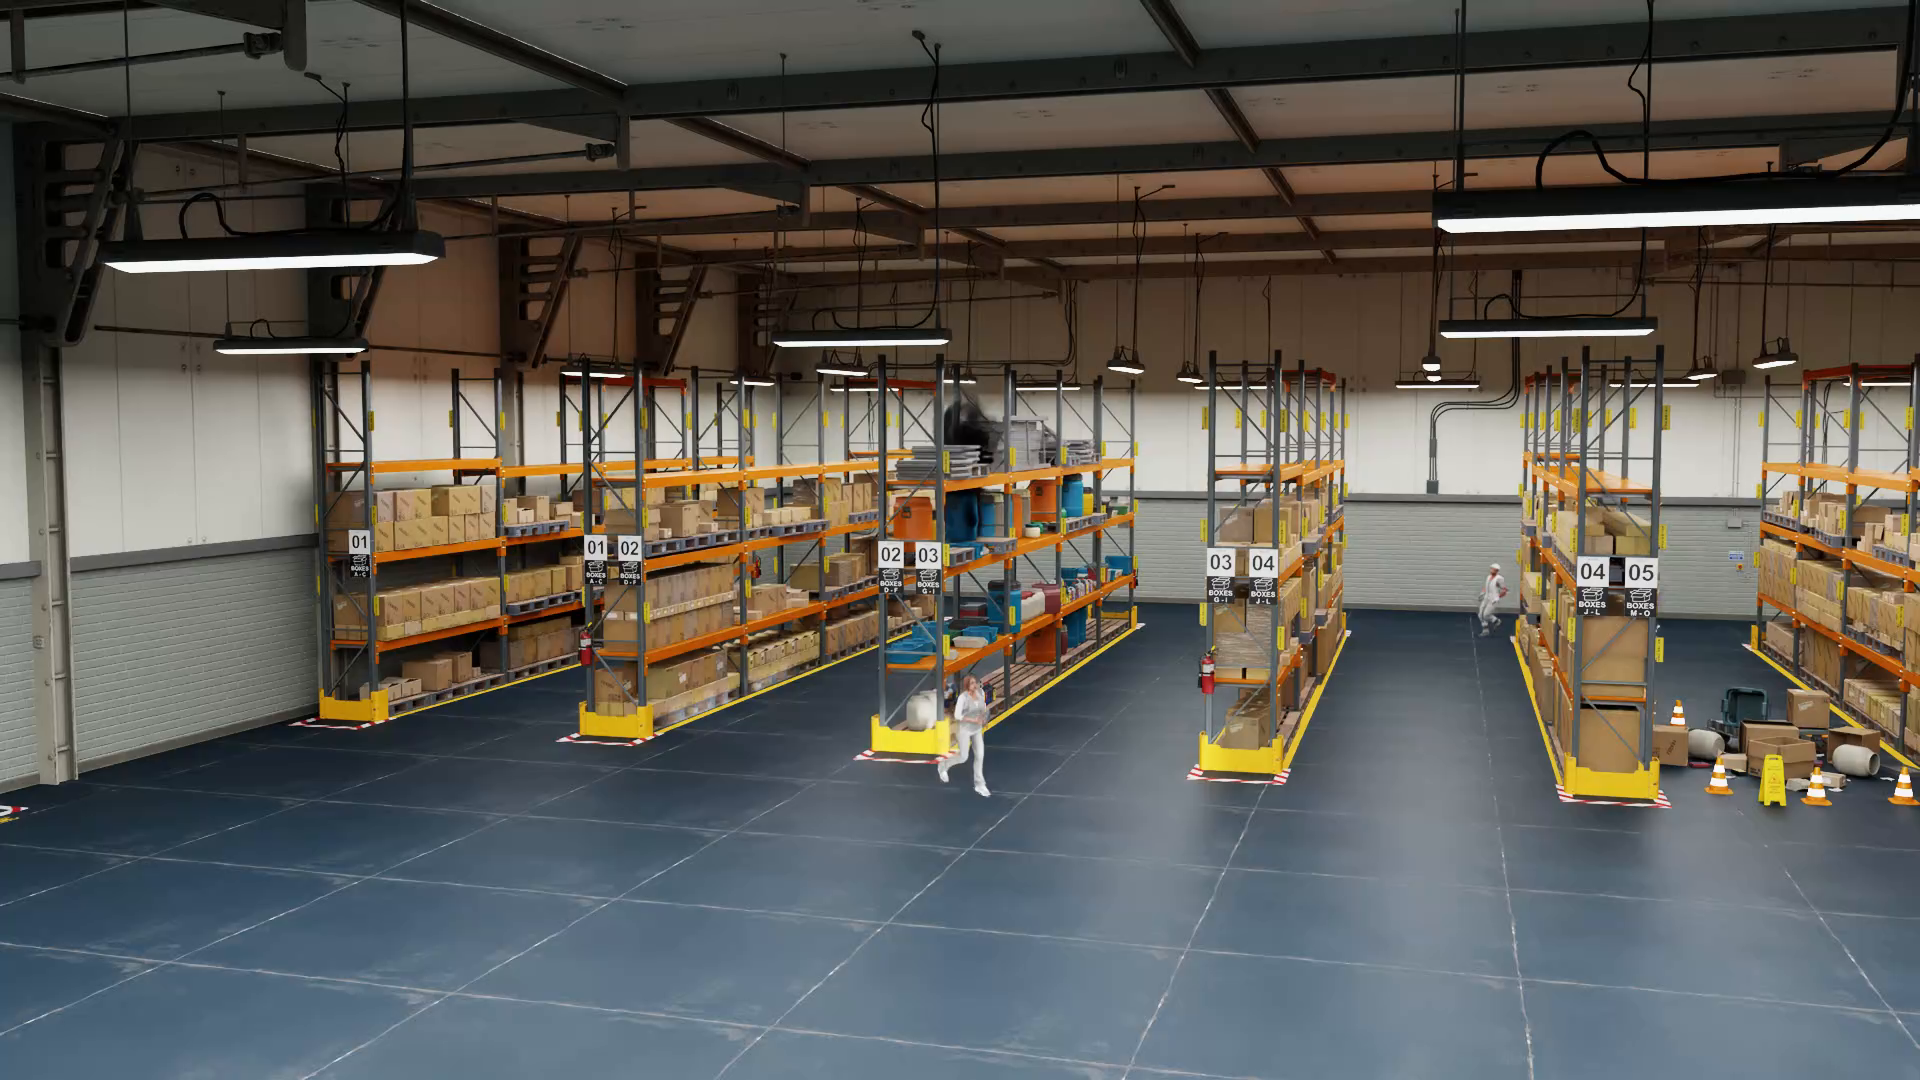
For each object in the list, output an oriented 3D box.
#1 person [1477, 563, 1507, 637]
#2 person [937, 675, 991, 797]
[{"bbox_3d":[12.375,1.403,38.572,0.575,1.740,0.703,-2,4,-21],"label":"person"},{"bbox_3d":[0.092,2.609,22.432,0.550,1.600,0.871,-4,6,-43],"label":"person"}]
